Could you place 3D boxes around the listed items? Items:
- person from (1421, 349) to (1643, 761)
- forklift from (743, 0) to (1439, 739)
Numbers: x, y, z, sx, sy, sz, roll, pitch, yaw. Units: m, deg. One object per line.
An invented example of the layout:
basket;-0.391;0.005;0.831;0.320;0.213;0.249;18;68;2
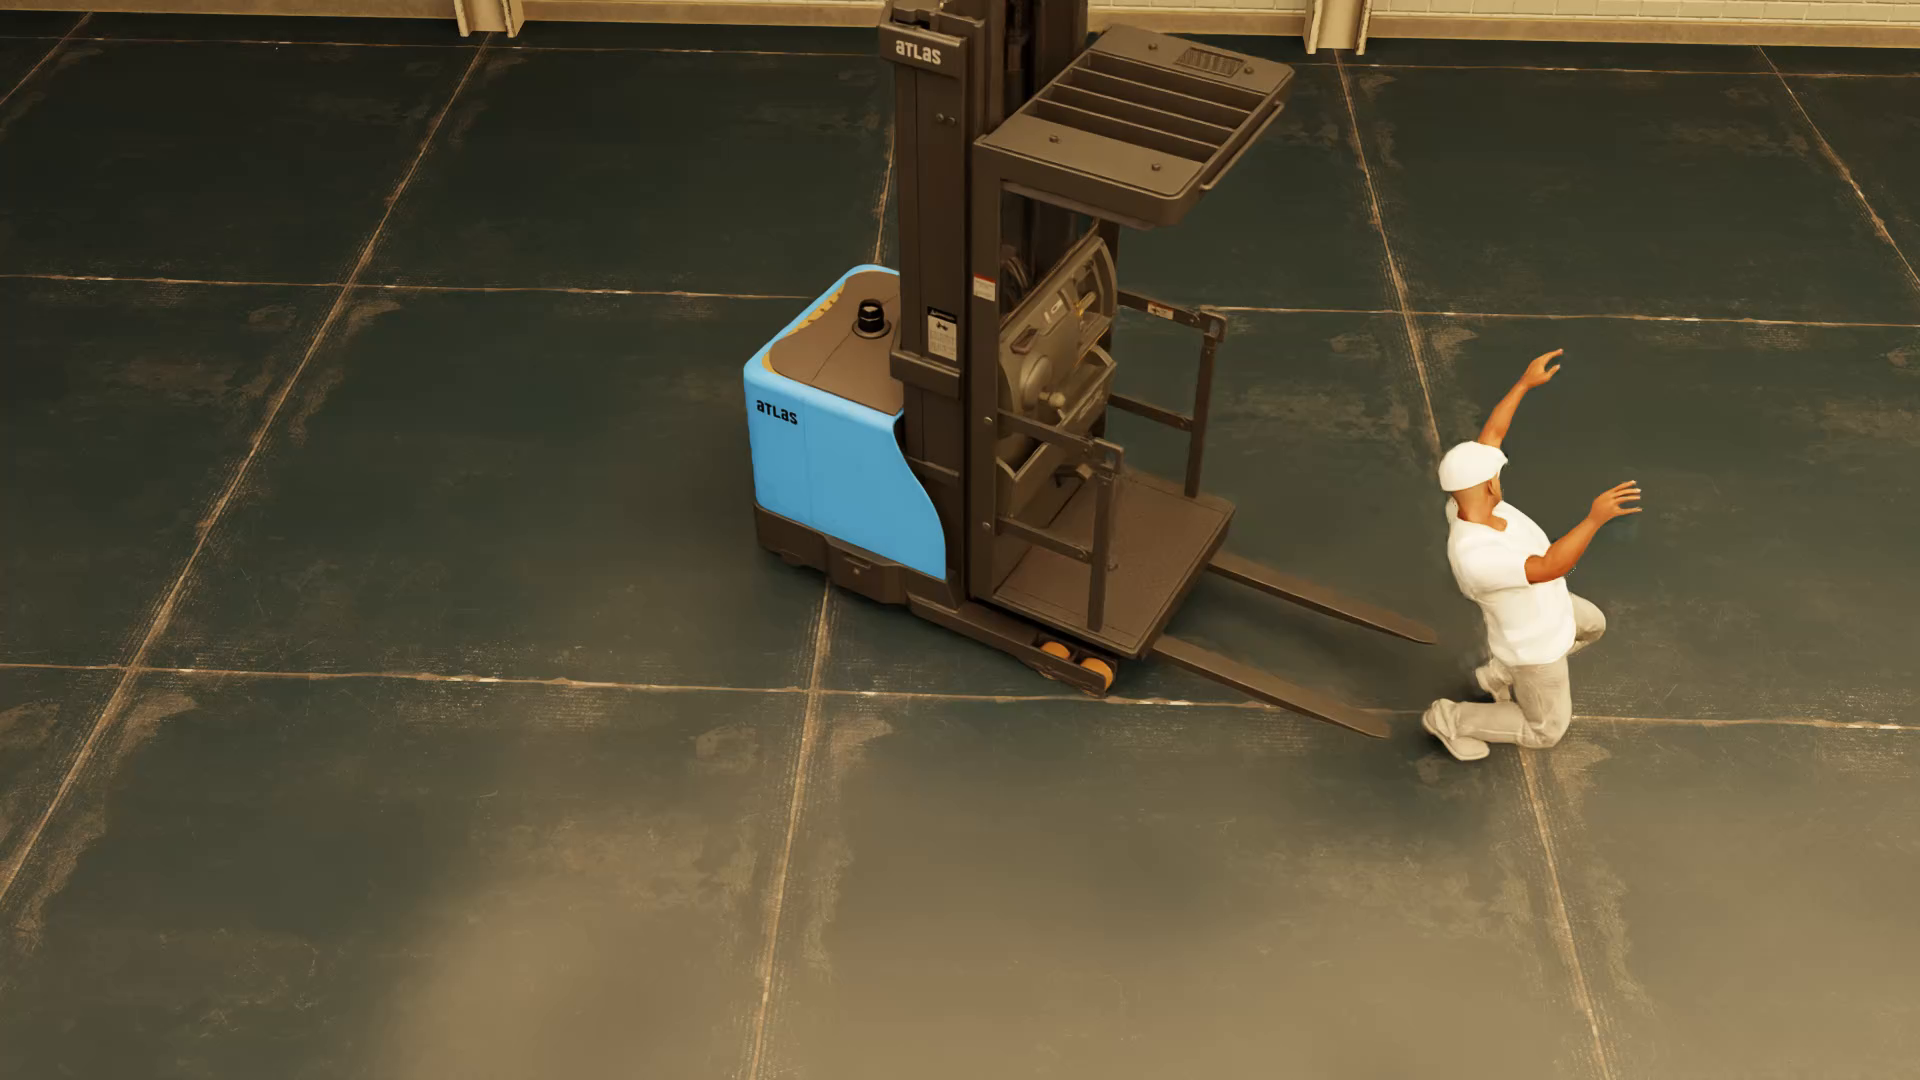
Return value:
person;2.207;0.133;6.559;0.810;1.667;1.071;11;44;12
forklift;0.581;-0.822;6.642;3.031;2.935;1.130;21;46;22
